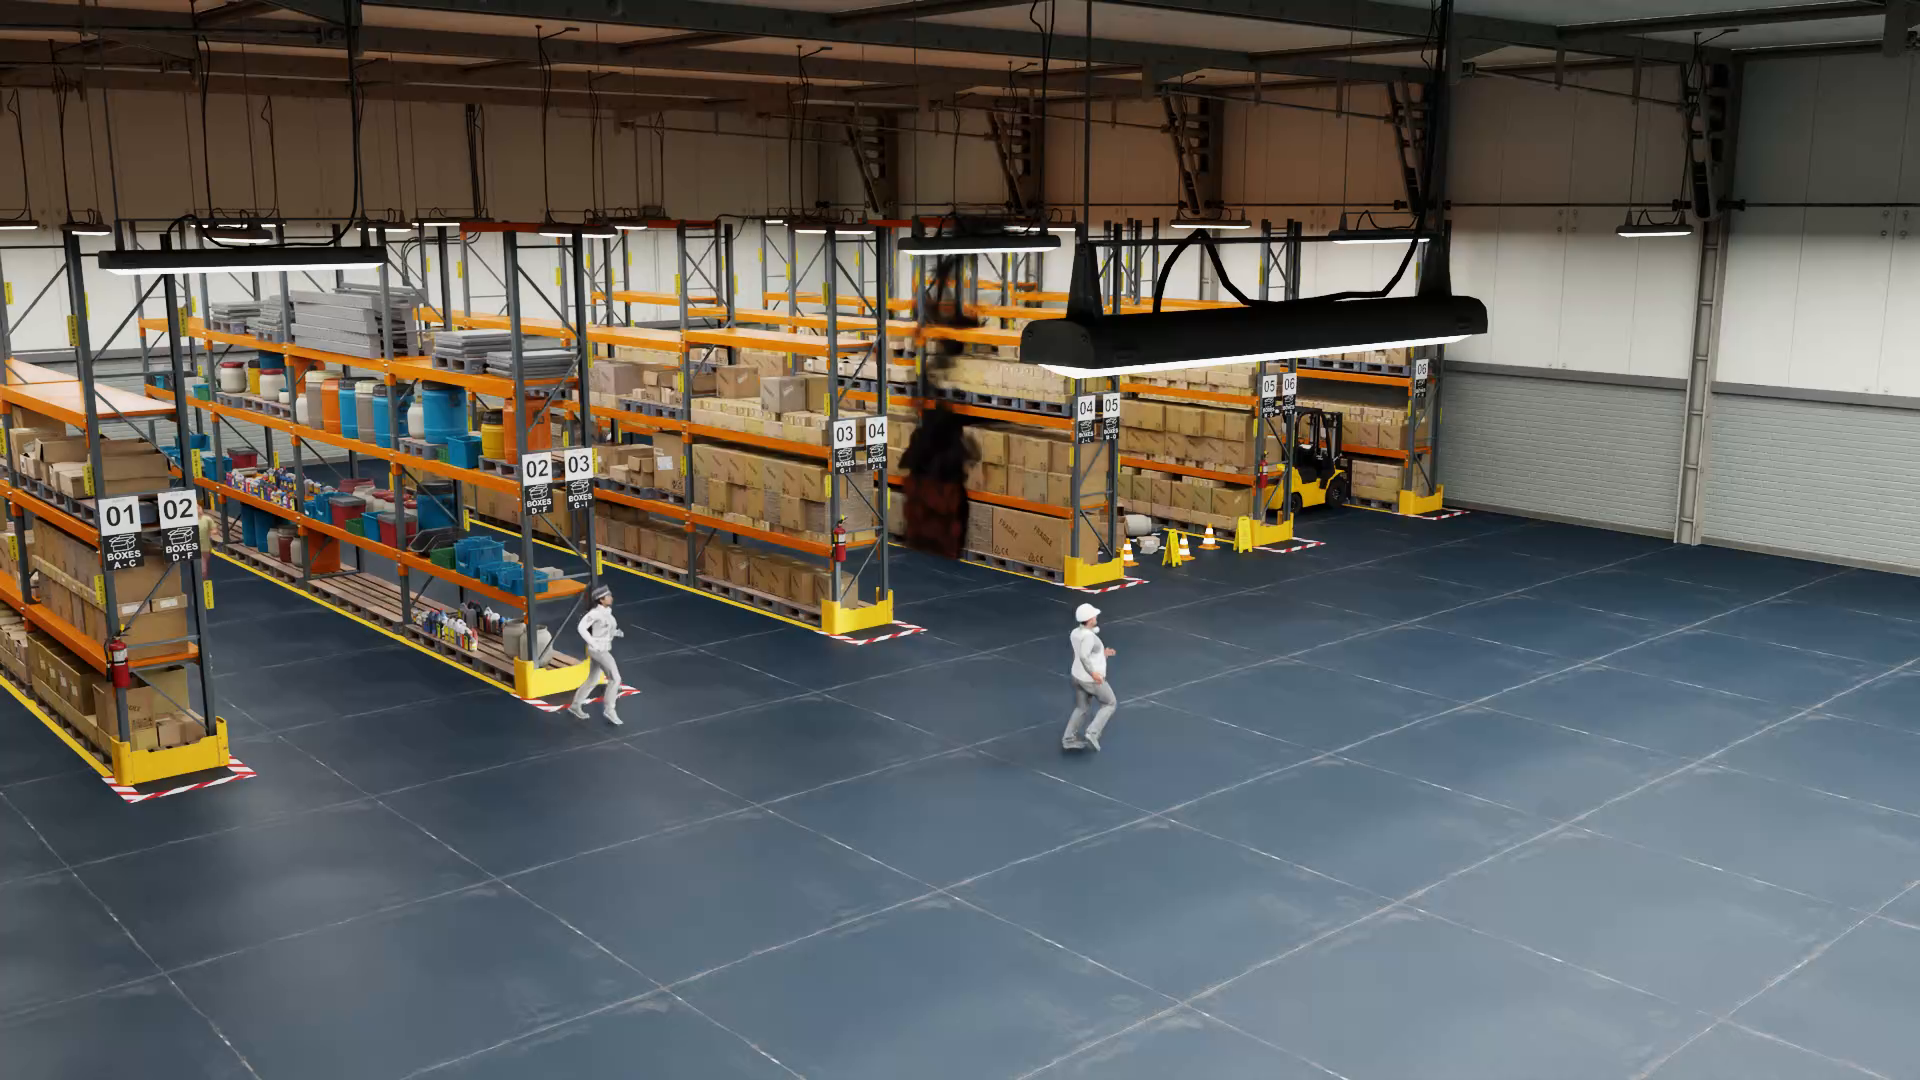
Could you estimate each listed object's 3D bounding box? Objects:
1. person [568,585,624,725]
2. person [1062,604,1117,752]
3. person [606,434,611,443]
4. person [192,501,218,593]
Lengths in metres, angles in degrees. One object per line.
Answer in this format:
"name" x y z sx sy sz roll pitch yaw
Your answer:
"person" -4.531 1.410 20.673 0.717 1.741 0.599 -1 11 -5
"person" 1.530 1.612 19.428 0.693 1.771 0.629 -6 13 -26
"person" -7.058 -1.288 33.841 0.894 1.756 0.702 11 15 42
"person" -12.161 0.214 26.648 0.547 1.731 0.720 -10 15 -42
